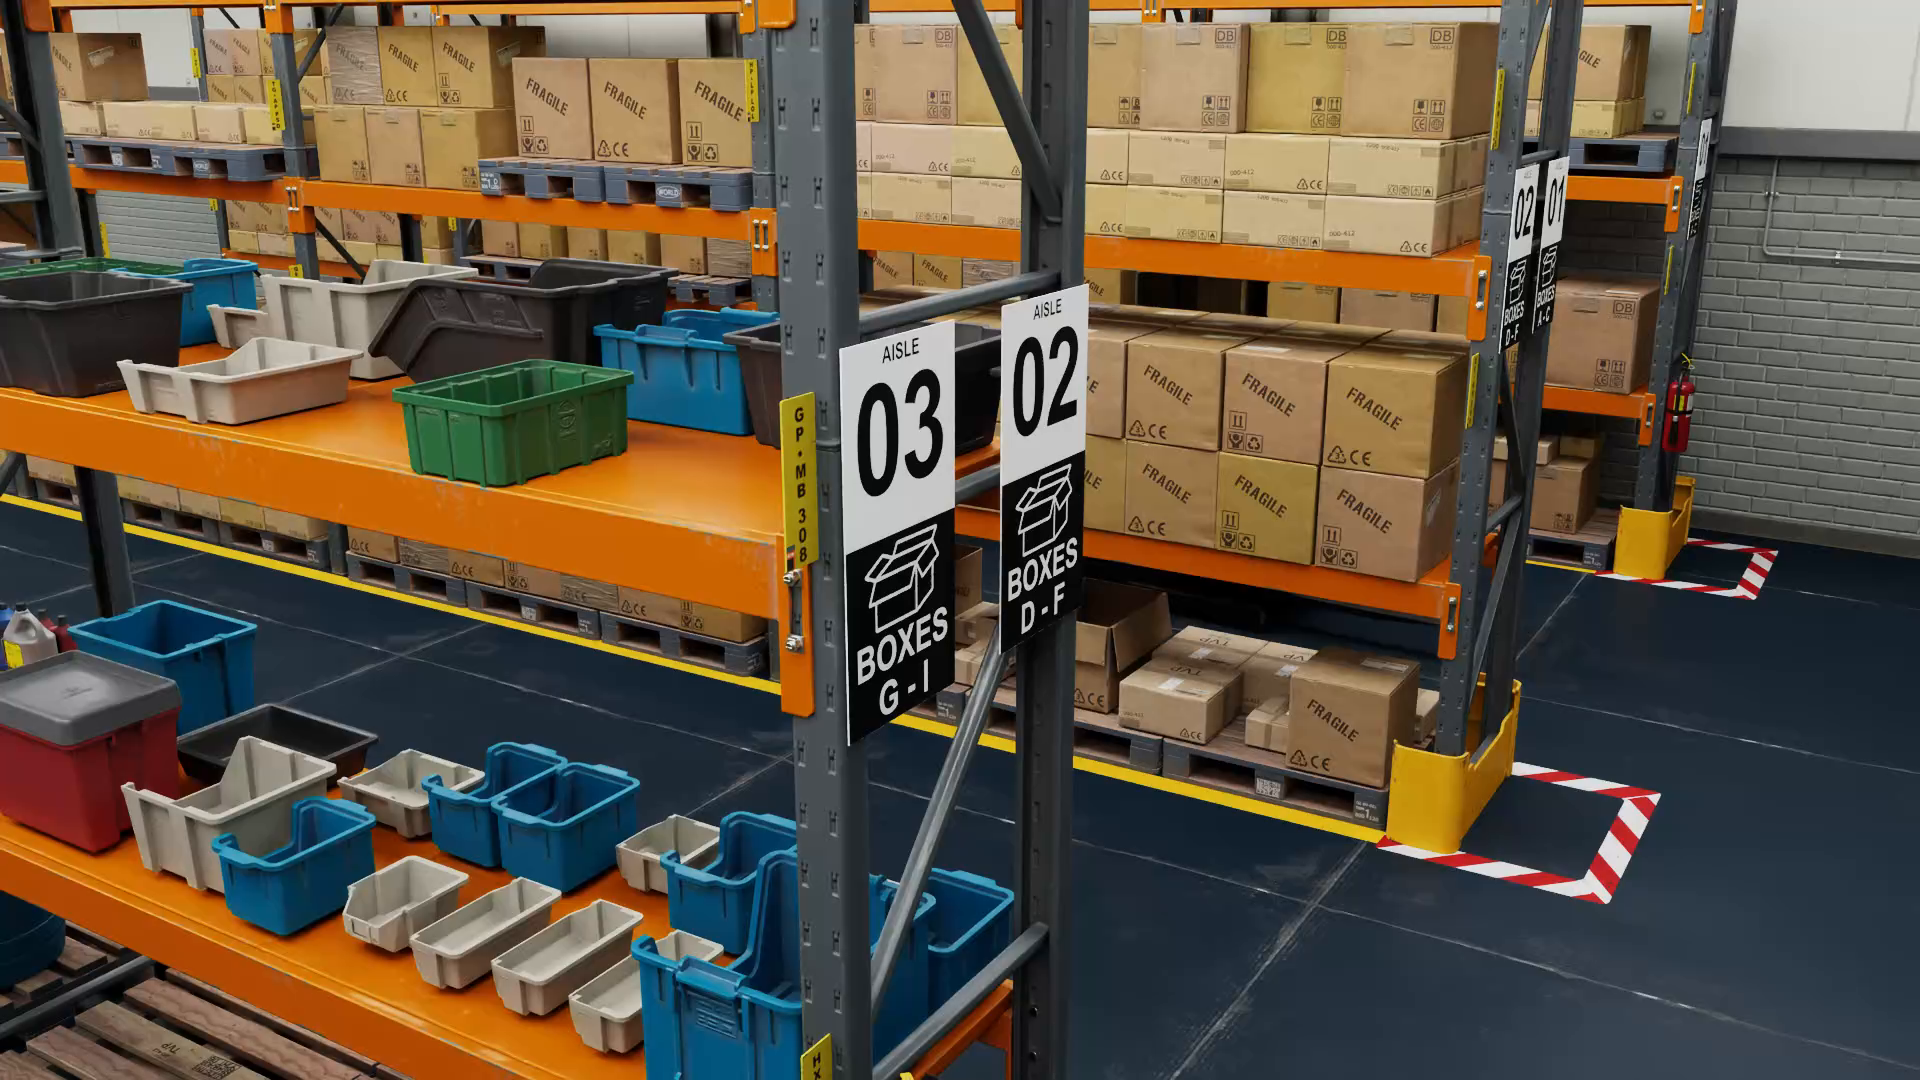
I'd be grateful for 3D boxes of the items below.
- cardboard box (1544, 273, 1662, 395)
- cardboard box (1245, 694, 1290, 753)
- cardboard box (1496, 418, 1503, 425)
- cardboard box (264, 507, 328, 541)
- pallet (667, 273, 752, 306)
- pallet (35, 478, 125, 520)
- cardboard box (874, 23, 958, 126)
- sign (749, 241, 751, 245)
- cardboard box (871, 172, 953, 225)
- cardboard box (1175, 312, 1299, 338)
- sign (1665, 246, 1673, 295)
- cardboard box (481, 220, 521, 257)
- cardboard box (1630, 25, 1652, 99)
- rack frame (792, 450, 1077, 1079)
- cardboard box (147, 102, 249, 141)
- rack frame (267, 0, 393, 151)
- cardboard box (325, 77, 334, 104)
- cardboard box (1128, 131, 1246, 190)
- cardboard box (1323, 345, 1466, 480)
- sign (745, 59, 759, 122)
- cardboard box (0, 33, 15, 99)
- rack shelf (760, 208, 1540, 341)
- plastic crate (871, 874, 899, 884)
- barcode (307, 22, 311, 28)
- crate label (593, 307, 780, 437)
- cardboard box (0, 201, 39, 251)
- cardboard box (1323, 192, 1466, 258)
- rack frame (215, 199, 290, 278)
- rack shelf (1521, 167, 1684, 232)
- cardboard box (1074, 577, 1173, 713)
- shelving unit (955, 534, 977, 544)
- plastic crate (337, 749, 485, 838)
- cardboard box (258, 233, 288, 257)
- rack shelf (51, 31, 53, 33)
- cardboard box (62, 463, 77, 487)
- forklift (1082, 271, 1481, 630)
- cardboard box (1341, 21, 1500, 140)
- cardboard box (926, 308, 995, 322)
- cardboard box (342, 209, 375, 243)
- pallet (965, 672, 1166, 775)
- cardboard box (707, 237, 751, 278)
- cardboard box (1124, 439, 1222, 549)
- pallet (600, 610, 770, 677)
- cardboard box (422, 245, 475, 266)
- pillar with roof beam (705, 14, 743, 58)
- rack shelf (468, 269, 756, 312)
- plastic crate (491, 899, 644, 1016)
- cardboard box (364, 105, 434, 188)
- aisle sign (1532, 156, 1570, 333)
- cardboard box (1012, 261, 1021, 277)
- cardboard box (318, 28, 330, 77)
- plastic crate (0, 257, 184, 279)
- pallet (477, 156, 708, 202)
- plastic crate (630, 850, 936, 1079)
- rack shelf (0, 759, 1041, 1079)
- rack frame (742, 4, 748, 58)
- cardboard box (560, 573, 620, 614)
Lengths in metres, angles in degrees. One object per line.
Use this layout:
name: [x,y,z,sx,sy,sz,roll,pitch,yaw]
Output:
cardboard box: [4.721,-1.533,12.249,0.700,0.700,0.980,11,20,33]
cardboard box: [1.682,0.953,8.700,0.250,0.166,0.380,10,20,30]
cardboard box: [4.078,-0.856,13.002,0.250,0.149,0.380,10,20,31]
cardboard box: [-4.821,-0.208,12.414,0.500,0.250,0.500,11,20,31]
pallet: [-2.319,-2.521,16.350,1.003,0.211,1.213,10,20,30]
pallet: [-7.005,-0.475,14.082,1.213,0.211,1.003,10,20,30]
cardboard box: [-0.050,-2.481,8.834,0.500,0.500,0.700,10,20,30]
sign: [-1.932,-2.911,15.448,0.005,0.325,0.100,10,20,30]
cardboard box: [-0.128,-1.846,8.895,0.500,0.250,0.500,10,20,30]
cardboard box: [1.459,-0.901,8.793,0.500,0.500,0.500,10,20,31]
sign: [4.865,-1.849,11.408,0.005,0.325,0.100,10,20,30]
cardboard box: [-4.649,-3.312,17.694,0.500,0.500,0.700,10,20,30]
cardboard box: [4.665,-3.456,12.010,0.500,0.500,0.500,9,19,28]
rack frame: [-0.024,1.140,3.968,0.127,3.000,1.000,10,20,30]
cardboard box: [-5.599,-3.088,12.261,0.500,0.250,0.500,10,19,29]
rack frame: [-4.245,-4.174,11.139,0.127,3.000,1.000,10,20,30]
cardboard box: [-6.540,-4.802,18.163,0.500,0.500,0.500,9,19,28]
cardboard box: [1.150,-1.857,8.071,0.500,0.250,0.500,10,20,30]
cardboard box: [2.049,-0.612,7.844,0.500,0.500,0.500,10,20,30]
sign: [-1.124,-2.428,8.985,0.005,0.325,0.100,10,20,30]
cardboard box: [-7.149,-3.731,13.089,0.500,0.500,0.500,10,20,31]
rack shelf: [0.868,-1.482,8.675,4.000,0.370,1.077,10,20,30]
plastic crate: [-0.292,1.049,4.618,0.298,0.136,0.250,10,20,30]
barcode: [-7.606,-6.012,19.427,0.075,0.075,0.001,10,20,30]
crate label: [-0.641,-0.445,4.279,0.502,0.251,0.408,10,20,30]
cardboard box: [-8.035,-2.646,14.028,0.500,0.500,0.700,10,20,30]
cardboard box: [1.996,-1.463,7.633,0.500,0.250,0.500,10,20,30]
rack frame: [-8.473,-3.748,20.058,0.127,3.000,1.000,10,20,30]
rack shelf: [3.457,-2.709,12.716,4.000,0.370,1.077,10,20,30]
cardboard box: [0.767,0.574,9.370,0.637,0.503,0.797,10,20,30]
shelving unit: [-0.012,-0.576,12.714,0.189,1.200,0.258,10,20,30]
plastic crate: [-1.791,0.819,5.374,0.466,0.136,0.293,10,20,30]
cardboard box: [-7.773,-3.457,19.325,0.500,0.250,0.500,9,19,28]
rack shelf: [-9.358,-4.551,14.306,4.000,0.370,1.077,10,20,30]
cardboard box: [-7.005,-0.596,13.692,0.500,0.250,0.500,11,20,31]
forklift: [1.977,-0.985,11.082,3.031,2.935,1.130,11,20,33]
cardboard box: [2.126,-2.122,7.653,0.500,0.500,0.700,10,20,30]
cardboard box: [-0.143,-1.001,9.125,0.500,0.500,0.500,9,19,28]
cardboard box: [-6.481,-3.585,18.456,0.500,0.500,0.500,9,19,28]
pallet: [0.792,0.929,9.459,1.213,0.211,1.003,10,20,30]
cardboard box: [-2.062,-2.858,16.201,0.500,0.500,0.700,8,18,24]
cardboard box: [1.182,-0.290,8.504,0.500,0.500,0.500,10,20,30]
pallet: [-1.550,0.525,10.790,1.213,0.211,1.003,10,20,30]
cardboard box: [-5.627,-3.074,18.064,0.500,0.250,0.500,10,20,30]
pillar with roof beam: [-4.564,-4.747,13.026,0.400,9.000,9.100,10,20,30]
rack shelf: [-3.360,-2.491,17.158,4.000,0.370,1.077,10,20,30]
plastic crate: [-1.053,1.110,4.415,0.243,0.136,0.396,10,20,30]
cardboard box: [-3.421,-2.651,11.114,0.500,0.500,0.910,10,20,30]
aisle sign: [2.784,-1.393,7.832,0.004,0.787,0.394,10,20,30]
cardboard box: [0.787,-2.205,14.261,0.500,0.500,0.500,10,20,31]
cardboard box: [-6.556,-5.277,18.005,0.500,0.500,0.500,9,19,28]
plastic crate: [-2.913,-0.813,5.600,0.662,0.188,0.450,10,20,30]
pallet: [-2.241,-2.314,10.500,1.003,0.211,1.213,10,20,30]
plastic crate: [-0.407,1.089,3.970,0.499,0.435,0.616,10,20,30]
rack shelf: [-1.728,1.180,5.074,4.000,0.370,1.077,10,20,30]
rack frame: [-1.656,-5.401,15.180,0.127,3.000,1.000,10,20,30]
cardboard box: [-2.251,0.133,10.827,0.500,0.500,0.500,10,20,31]
